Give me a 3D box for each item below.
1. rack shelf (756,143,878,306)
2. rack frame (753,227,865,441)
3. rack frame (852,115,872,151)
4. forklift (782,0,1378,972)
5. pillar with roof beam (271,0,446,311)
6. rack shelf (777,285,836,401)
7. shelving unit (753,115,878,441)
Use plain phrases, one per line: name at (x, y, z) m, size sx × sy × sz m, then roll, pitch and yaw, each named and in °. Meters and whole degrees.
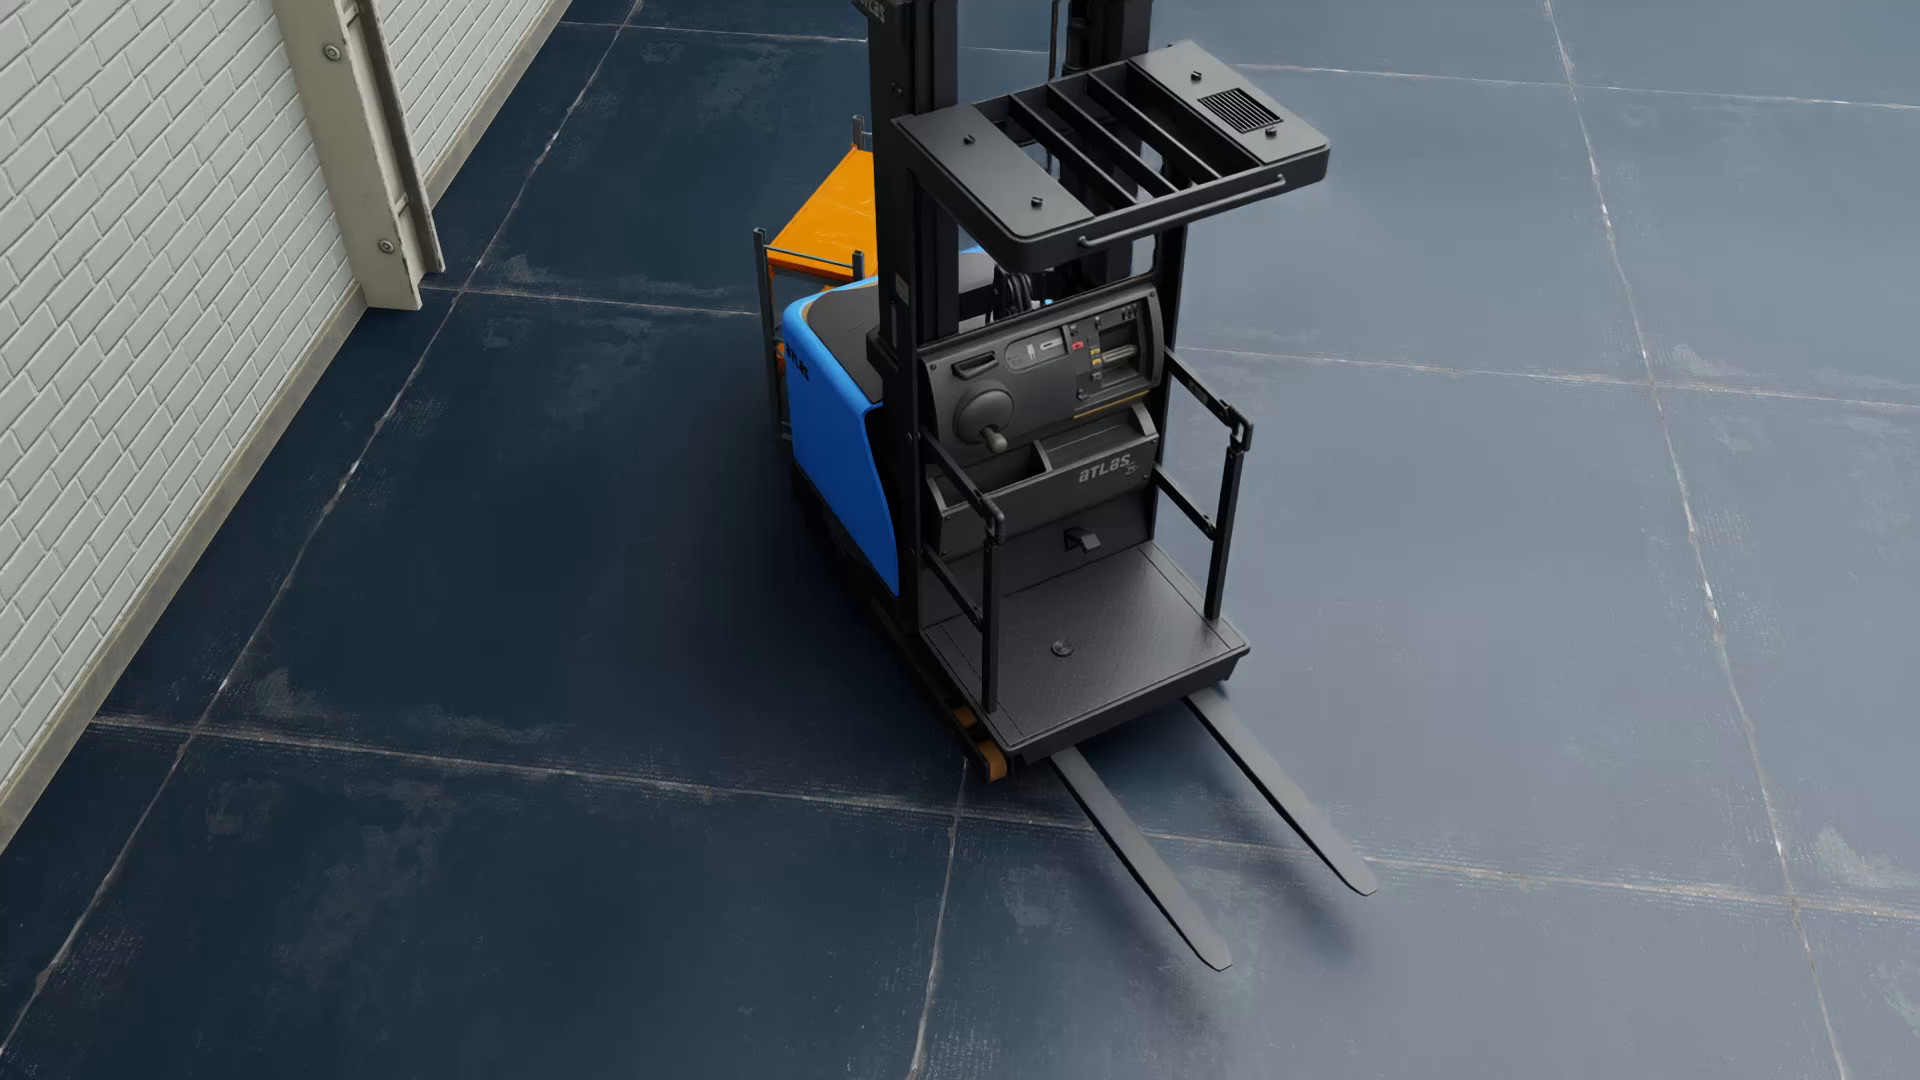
rack shelf at (-0.448, -1.379, 7.485) m, size 0.538 × 0.278 × 1.000 m, roll 15°, pitch 46°, yaw 15°
rack frame at (-0.635, -0.841, 7.343) m, size 0.500 × 1.125 × 0.032 m, roll 15°, pitch 46°, yaw 15°
rack frame at (-0.261, -1.492, 8.029) m, size 0.500 × 1.125 × 0.032 m, roll 15°, pitch 46°, yaw 15°
forklift at (0.411, -0.509, 5.678) m, size 1.130 × 2.935 × 3.031 m, roll -21°, pitch 47°, yaw -20°
pillar with roof beam at (1.369, -4.200, 5.163) m, size 9.100 × 9.000 × 0.400 m, roll 5°, pitch 44°, yaw 6°
rack shelf at (-0.448, -0.989, 7.854) m, size 0.538 × 0.278 × 1.000 m, roll 15°, pitch 46°, yaw 15°
shelving unit at (-0.448, -1.166, 7.686) m, size 0.538 × 1.125 × 1.048 m, roll 15°, pitch 46°, yaw 15°
